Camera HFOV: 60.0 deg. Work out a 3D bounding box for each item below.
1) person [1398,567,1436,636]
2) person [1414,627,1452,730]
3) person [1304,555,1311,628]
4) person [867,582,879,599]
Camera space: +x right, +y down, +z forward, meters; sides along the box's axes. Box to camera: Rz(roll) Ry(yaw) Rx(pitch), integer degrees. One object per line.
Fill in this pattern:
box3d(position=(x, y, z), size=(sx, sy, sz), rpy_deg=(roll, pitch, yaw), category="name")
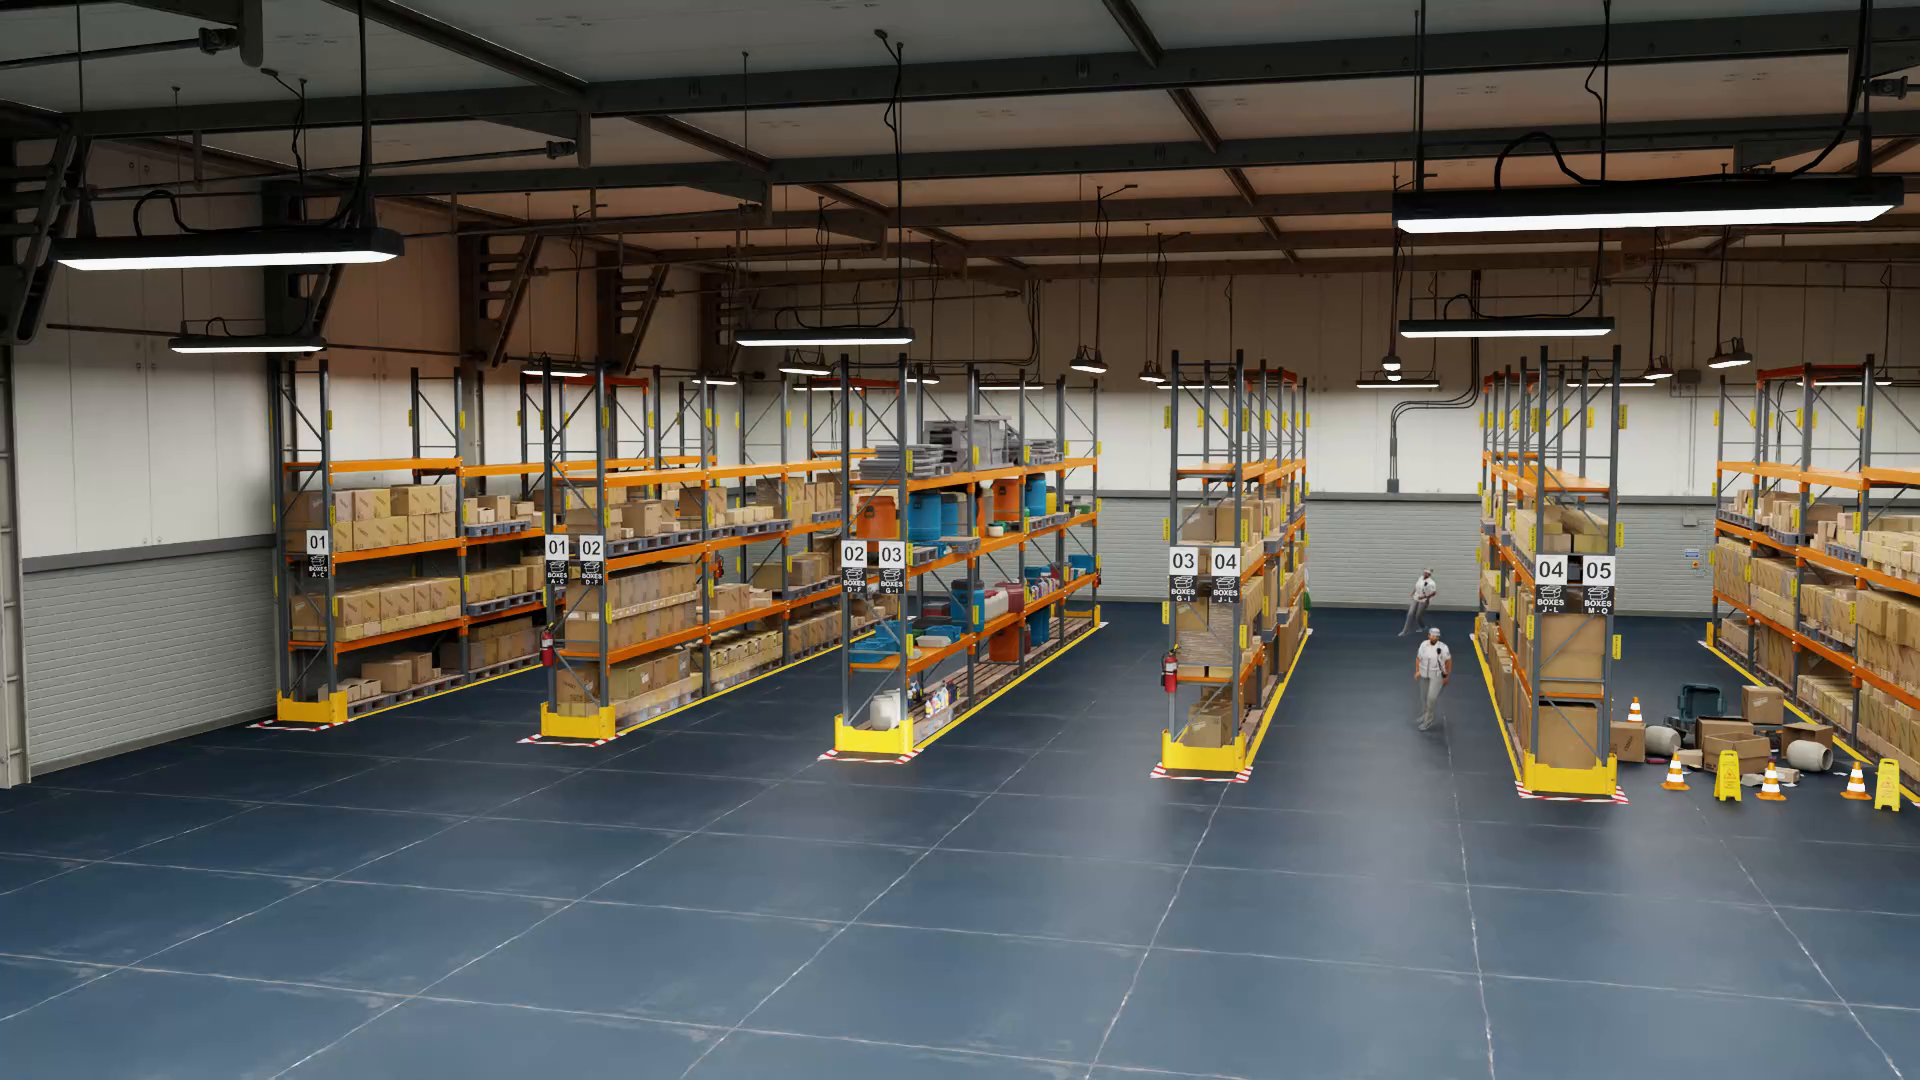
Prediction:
box3d(position=(10.695, 1.425, 38.579), size=(0.768, 1.641, 0.730), rpy_deg=(-3, 5, -39), category="person")
box3d(position=(7.657, 2.227, 27.031), size=(0.574, 1.644, 0.710), rpy_deg=(3, 5, 40), category="person")
box3d(position=(8.214, 1.241, 40.275), size=(0.686, 1.776, 0.608), rpy_deg=(-3, 5, -33), category="person")
box3d(position=(-2.235, 0.990, 43.691), size=(0.740, 1.725, 0.626), rpy_deg=(-3, 5, -35), category="person")
